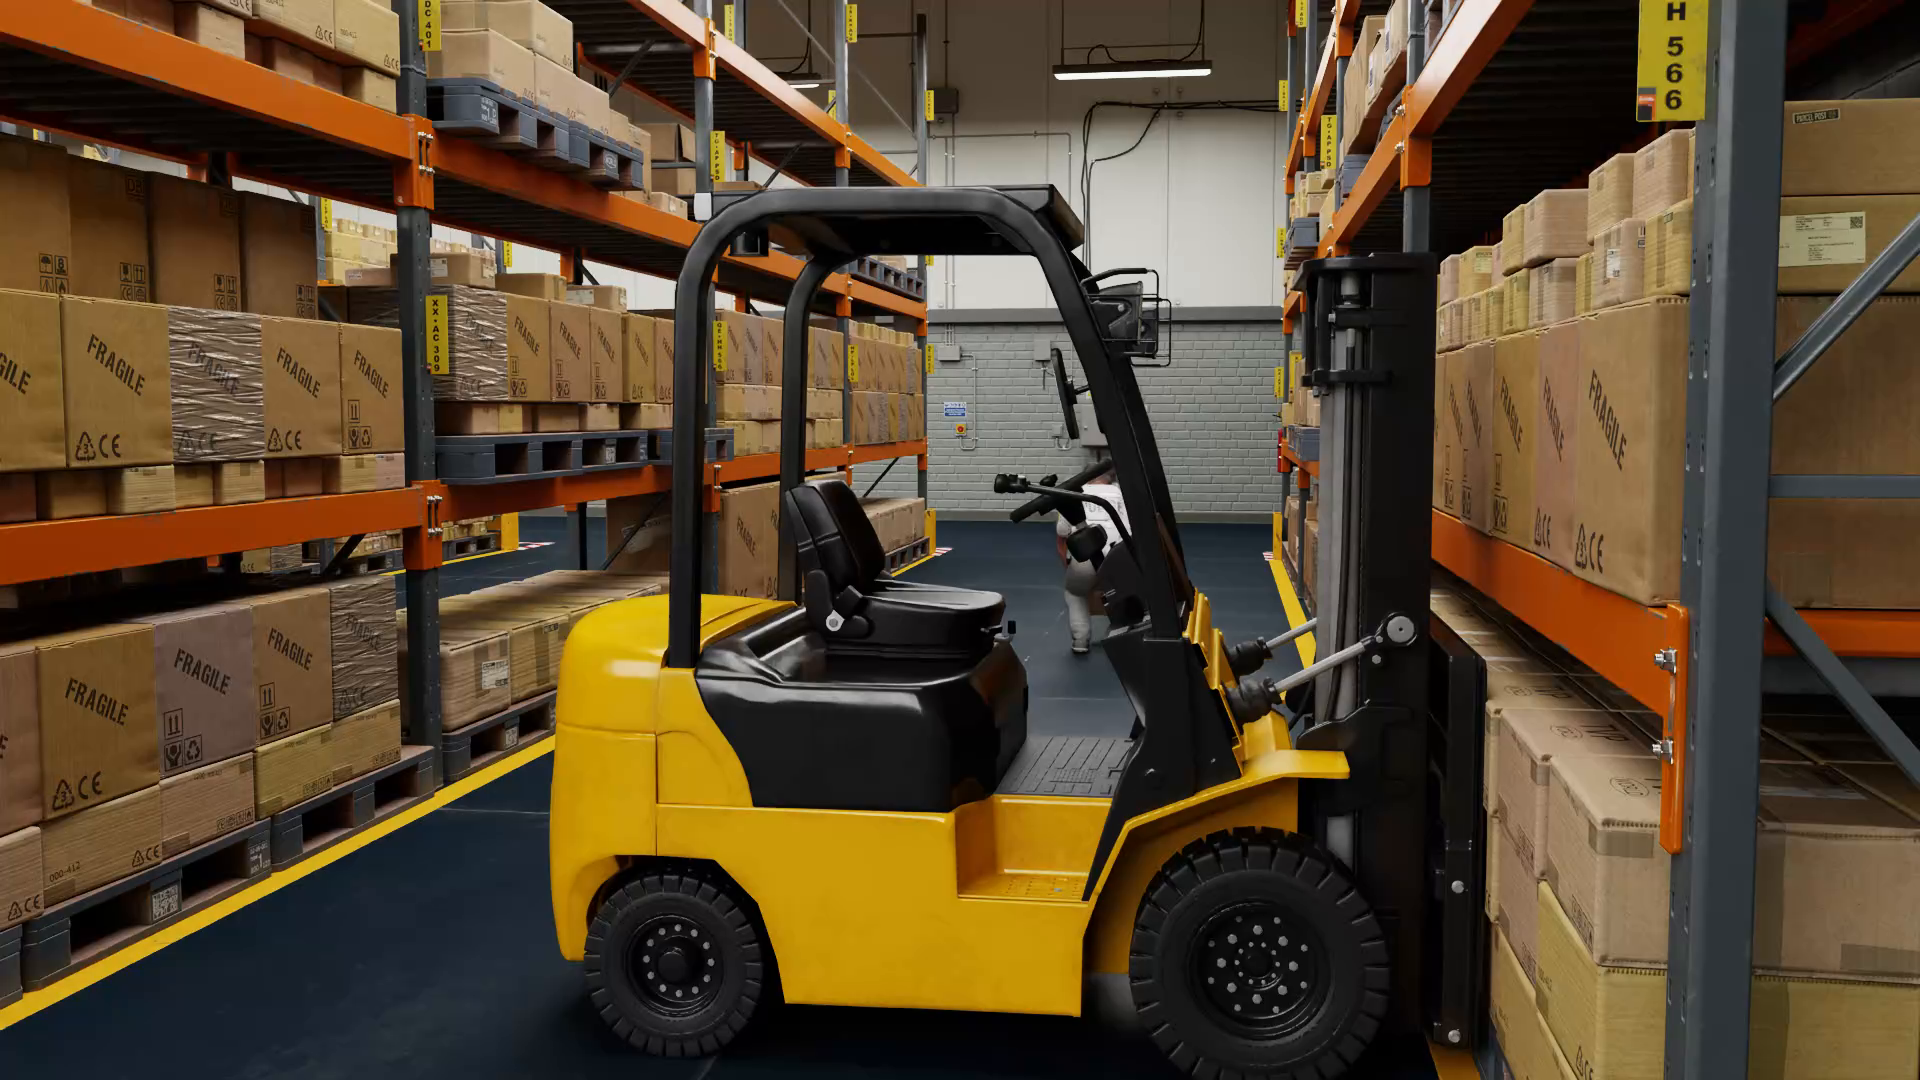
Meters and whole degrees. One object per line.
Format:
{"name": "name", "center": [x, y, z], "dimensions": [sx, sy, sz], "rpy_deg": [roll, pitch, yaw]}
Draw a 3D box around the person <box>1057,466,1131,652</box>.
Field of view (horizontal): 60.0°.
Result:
{"name": "person", "center": [0.932, 0.130, 11.260], "dimensions": [0.581, 1.241, 0.882], "rpy_deg": [1, 4, 9]}
